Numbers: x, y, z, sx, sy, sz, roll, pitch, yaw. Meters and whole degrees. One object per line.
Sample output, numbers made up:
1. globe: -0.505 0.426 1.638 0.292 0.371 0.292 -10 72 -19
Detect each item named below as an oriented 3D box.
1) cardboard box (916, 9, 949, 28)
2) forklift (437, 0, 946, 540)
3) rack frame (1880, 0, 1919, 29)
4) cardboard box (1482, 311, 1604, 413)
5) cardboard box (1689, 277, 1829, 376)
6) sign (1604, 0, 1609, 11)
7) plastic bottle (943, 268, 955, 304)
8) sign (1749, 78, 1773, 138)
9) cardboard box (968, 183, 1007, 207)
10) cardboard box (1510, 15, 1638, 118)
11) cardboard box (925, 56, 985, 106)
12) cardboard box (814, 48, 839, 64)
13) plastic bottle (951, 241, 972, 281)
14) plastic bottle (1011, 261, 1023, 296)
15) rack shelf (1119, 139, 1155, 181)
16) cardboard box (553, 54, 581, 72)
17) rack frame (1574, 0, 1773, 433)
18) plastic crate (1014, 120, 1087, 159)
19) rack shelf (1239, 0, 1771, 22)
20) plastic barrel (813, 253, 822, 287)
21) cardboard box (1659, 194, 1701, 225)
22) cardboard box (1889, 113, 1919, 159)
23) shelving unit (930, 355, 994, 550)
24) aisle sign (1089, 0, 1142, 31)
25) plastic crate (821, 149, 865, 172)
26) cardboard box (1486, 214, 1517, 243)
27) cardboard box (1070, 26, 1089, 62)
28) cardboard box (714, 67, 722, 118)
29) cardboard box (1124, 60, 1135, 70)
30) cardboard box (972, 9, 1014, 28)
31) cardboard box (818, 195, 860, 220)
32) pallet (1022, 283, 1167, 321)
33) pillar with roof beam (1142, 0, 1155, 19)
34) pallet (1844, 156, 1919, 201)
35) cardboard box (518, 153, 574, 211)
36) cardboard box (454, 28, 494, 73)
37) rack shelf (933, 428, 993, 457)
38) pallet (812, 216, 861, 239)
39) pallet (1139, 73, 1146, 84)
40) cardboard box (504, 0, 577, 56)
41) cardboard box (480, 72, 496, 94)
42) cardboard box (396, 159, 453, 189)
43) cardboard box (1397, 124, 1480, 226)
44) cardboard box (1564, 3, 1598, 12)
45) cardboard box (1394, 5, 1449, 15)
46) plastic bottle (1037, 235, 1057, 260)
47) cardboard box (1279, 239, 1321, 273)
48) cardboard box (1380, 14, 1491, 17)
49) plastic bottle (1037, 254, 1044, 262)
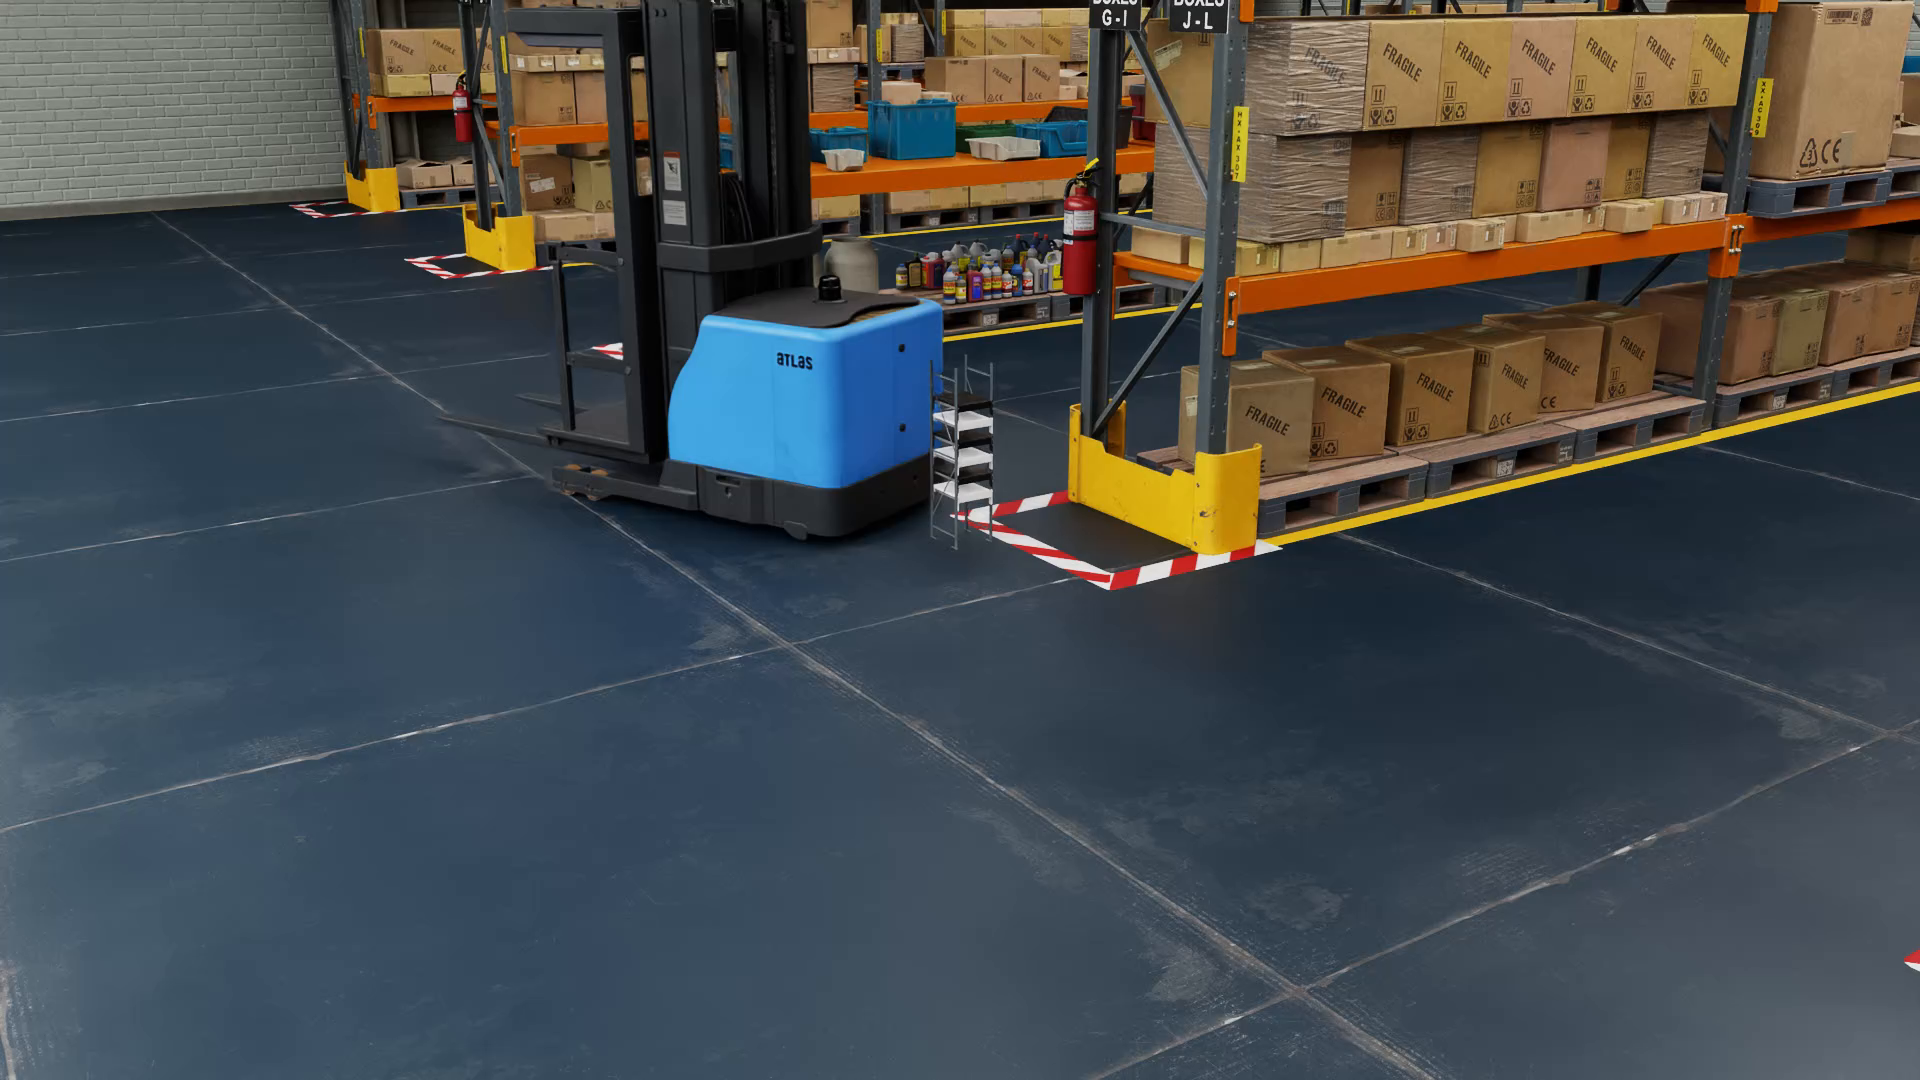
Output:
1. cardboard box: -0.300 -7.598 24.213 0.500 0.250 0.500 -11 22 -30
2. forklift: -1.591 -1.724 8.769 3.031 2.935 1.130 12 22 31
3. rack frame: 11.593 -5.655 20.288 0.127 3.000 1.000 -12 22 -31
4. cardboard box: 3.465 -1.069 9.969 0.500 0.500 0.500 -5 19 -14
5. cardboard box: 5.229 -1.422 10.984 0.500 0.500 0.700 -12 22 -32
6. sign: 9.161 -7.527 23.524 0.005 0.325 0.100 -12 22 -31
7. plastic bottle: -0.084 -1.989 13.017 0.097 0.271 0.097 0 19 0
8. sign: 4.600 -2.483 9.553 0.005 0.325 0.100 -12 22 -31
9. cardboard box: 0.182 -3.950 18.882 0.500 0.250 0.500 -13 22 -33
10. cardboard box: 3.236 -2.549 8.920 0.500 0.500 0.500 -12 22 -31
11. cardboard box: -0.059 -5.138 18.603 0.500 0.500 0.500 -10 21 -28
12. cardboard box: -1.467 -5.073 17.399 0.250 0.149 0.380 -12 22 -33
13. plastic bottle: 0.001 -2.323 13.881 0.185 0.351 0.144 -11 22 -29
14. plastic bottle: 0.455 -2.102 13.353 0.097 0.271 0.097 0 19 0
15. rack shelf: 3.242 -3.553 15.193 4.000 0.370 1.077 -12 22 -31
16. cardboard box: -3.825 -4.576 15.927 0.250 0.149 0.380 -13 22 -33
17. rack frame: 4.295 -2.216 10.117 0.127 3.000 1.000 -12 22 -31
18. plastic crate: 0.796 -3.203 13.268 0.616 0.251 0.499 -12 22 -31
19. rack shelf: 2.625 -2.944 8.710 4.000 0.370 1.077 -12 22 -31
20. plastic barrel: -1.262 -1.993 12.687 0.421 0.512 0.421 0 19 0
21. cardboard box: 4.063 -1.939 9.690 0.250 0.149 0.380 -12 22 -31
22. cardboard box: 6.392 -2.690 11.073 0.258 0.266 0.396 -13 22 -33
23. shelving unit: 0.007 -0.428 8.105 0.210 0.900 0.258 -12 22 -31
24. aisle sign: 0.738 -2.813 7.822 0.004 0.787 0.394 -12 22 -31
25. plastic crate: -0.845 -2.783 12.206 0.250 0.136 0.298 -12 22 -31
26. cardboard box: 2.766 -1.697 8.973 0.250 0.149 0.380 -12 22 -31
27. cardboard box: 1.712 -7.471 25.007 0.500 0.500 0.500 -12 22 -31
28. cardboard box: -2.802 -4.562 16.899 0.500 0.500 0.700 -11 22 -30
29. cardboard box: 2.480 -7.305 25.529 0.250 0.149 0.380 -11 22 -30
30. cardboard box: 0.433 -7.555 24.085 0.500 0.250 0.500 -12 22 -32
31. cardboard box: -1.417 -3.623 17.916 0.500 0.250 0.500 -12 22 -31
32. pallet: 0.988 -2.113 14.166 1.213 0.211 1.003 -12 22 -31
33. pillar with roof beam: 5.281 -9.645 22.725 0.400 9.000 9.100 -12 22 -31
34. pallet: 6.005 -2.471 11.168 1.213 0.211 1.003 -12 22 -31
35. cardboard box: -4.206 -3.588 16.641 0.500 0.500 0.500 -12 22 -31
36. cardboard box: -5.801 -5.958 20.216 0.500 0.500 0.500 -13 22 -33
37. rack shelf: 0.007 -0.481 8.087 0.200 0.077 0.258 -12 22 -31
38. pallet: -1.837 -3.417 18.022 1.213 0.211 1.003 -12 22 -31
39. pallet: 2.718 -5.619 20.480 1.003 0.211 1.213 -12 22 -31
40. cardboard box: -4.049 -4.912 15.910 0.500 0.500 0.700 -12 22 -31
41. cardboard box: -5.781 -5.609 20.357 0.500 0.250 0.500 -12 22 -32
42. cardboard box: -6.591 -4.519 20.440 0.500 0.311 0.500 -15 24 -37
43. cardboard box: 2.222 -1.986 8.816 0.500 0.500 0.875 -12 22 -31
44. cardboard box: 8.652 -7.350 23.584 0.500 0.500 0.500 -12 22 -32
45. cardboard box: 6.080 -6.805 21.972 0.500 0.500 0.500 -11 22 -30
46. plastic bottle: 0.748 -2.425 14.184 0.185 0.351 0.144 -12 22 -31
47. cardboard box: 1.543 -1.418 8.148 0.250 0.149 0.380 -12 22 -31
48. cardboard box: 2.534 -2.600 9.069 0.500 0.500 0.500 -12 22 -31
49. plastic bottle: 0.684 -2.205 13.636 0.133 0.283 0.061 -12 22 -31
